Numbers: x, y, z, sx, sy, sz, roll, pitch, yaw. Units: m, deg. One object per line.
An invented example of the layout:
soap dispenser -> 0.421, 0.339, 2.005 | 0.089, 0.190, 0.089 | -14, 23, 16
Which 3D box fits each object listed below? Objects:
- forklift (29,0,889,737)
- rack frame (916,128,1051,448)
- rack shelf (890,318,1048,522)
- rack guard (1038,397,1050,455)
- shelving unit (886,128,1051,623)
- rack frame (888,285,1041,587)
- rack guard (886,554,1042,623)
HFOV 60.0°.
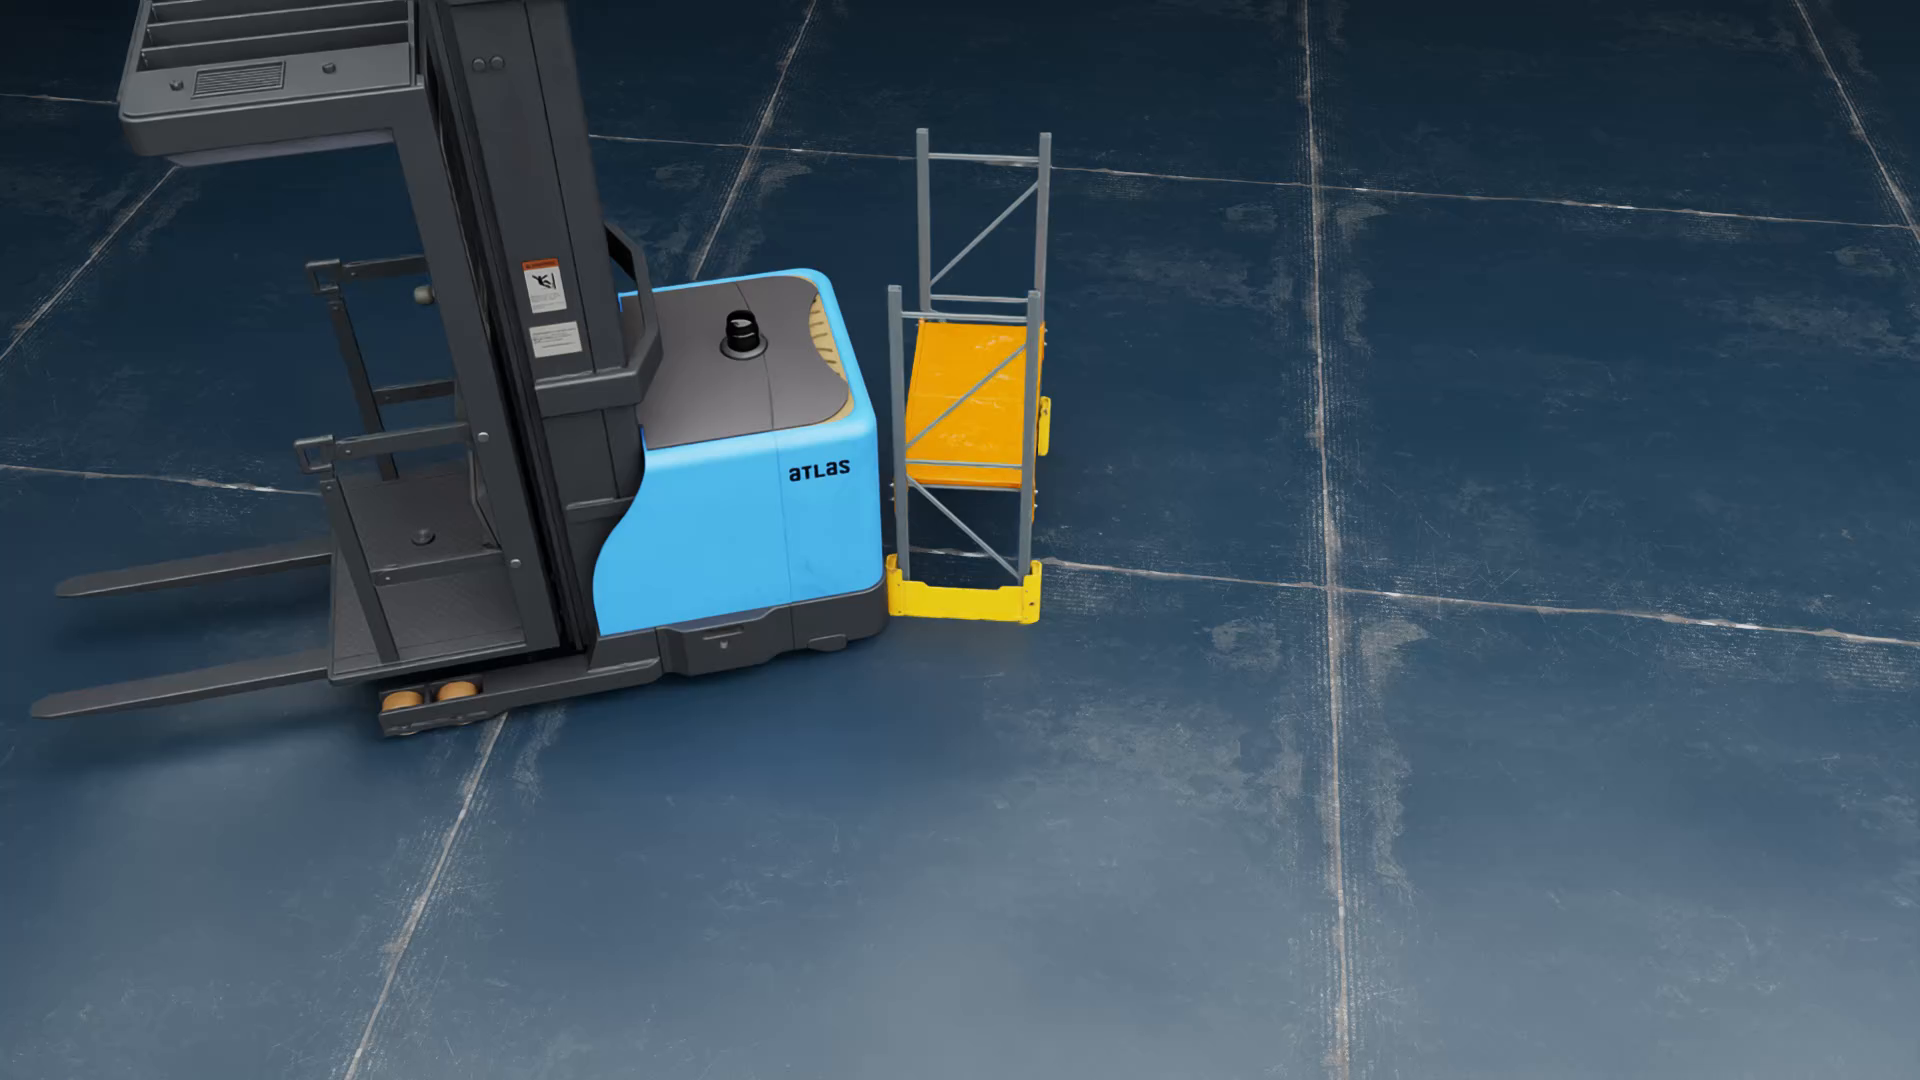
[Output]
forklift -> -1.846, -0.762, 5.423 | 3.031, 2.935, 1.130 | -10, 44, -10
rack frame -> 0.088, -0.965, 6.678 | 0.500, 1.500, 0.032 | 3, 44, 3
rack shelf -> 0.051, -0.486, 6.434 | 0.538, 0.185, 1.000 | 3, 44, 3
rack guard -> 0.087, -0.498, 7.094 | 0.587, 0.250, 0.087 | 3, 44, 3
shelving unit -> 0.050, -0.610, 6.304 | 0.587, 1.500, 1.083 | 3, 44, 3
rack frame -> 0.014, -0.268, 5.942 | 0.500, 1.500, 0.032 | 3, 44, 3
rack guard -> 0.014, 0.185, 6.373 | 0.587, 0.250, 0.087 | 3, 44, 3
